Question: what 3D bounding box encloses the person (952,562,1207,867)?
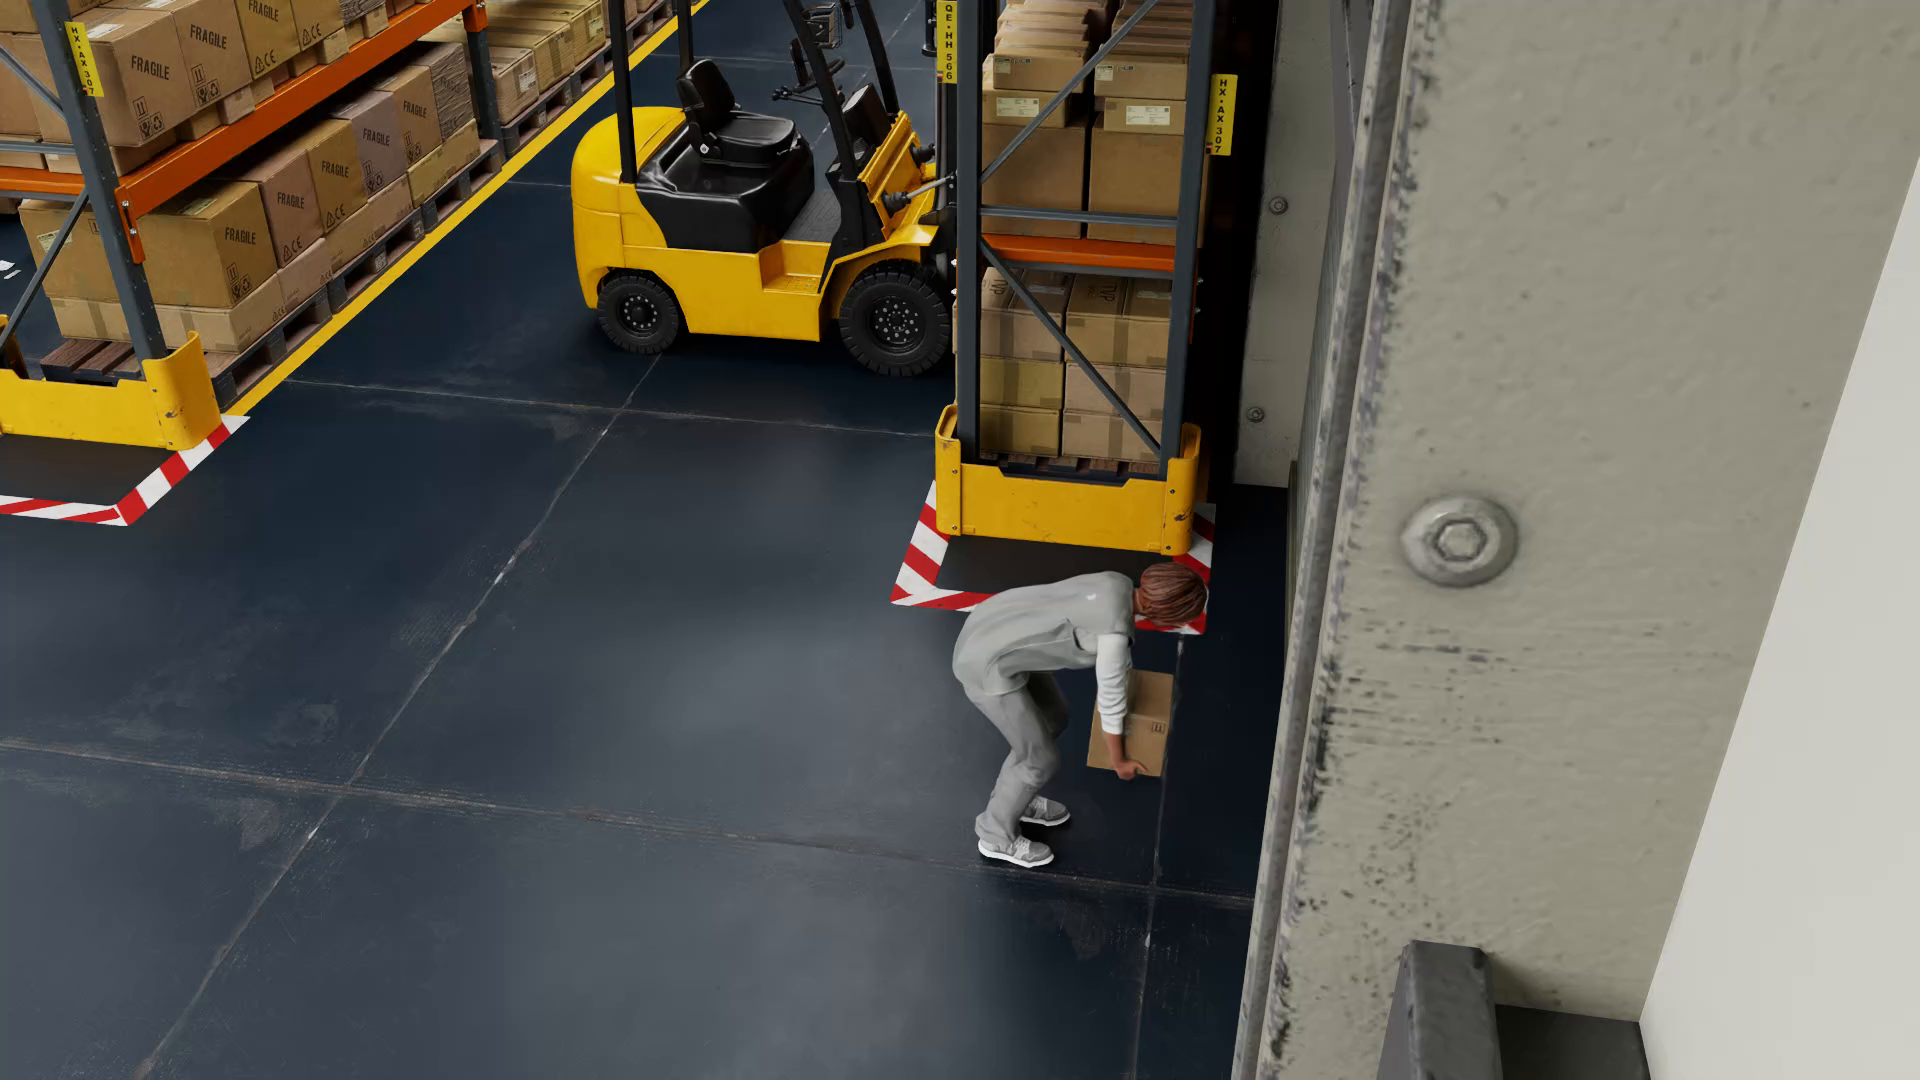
[{"bbox_3d":[0.383,0.578,5.631,0.820,1.189,0.388,4,33,7],"label":"person"}]
